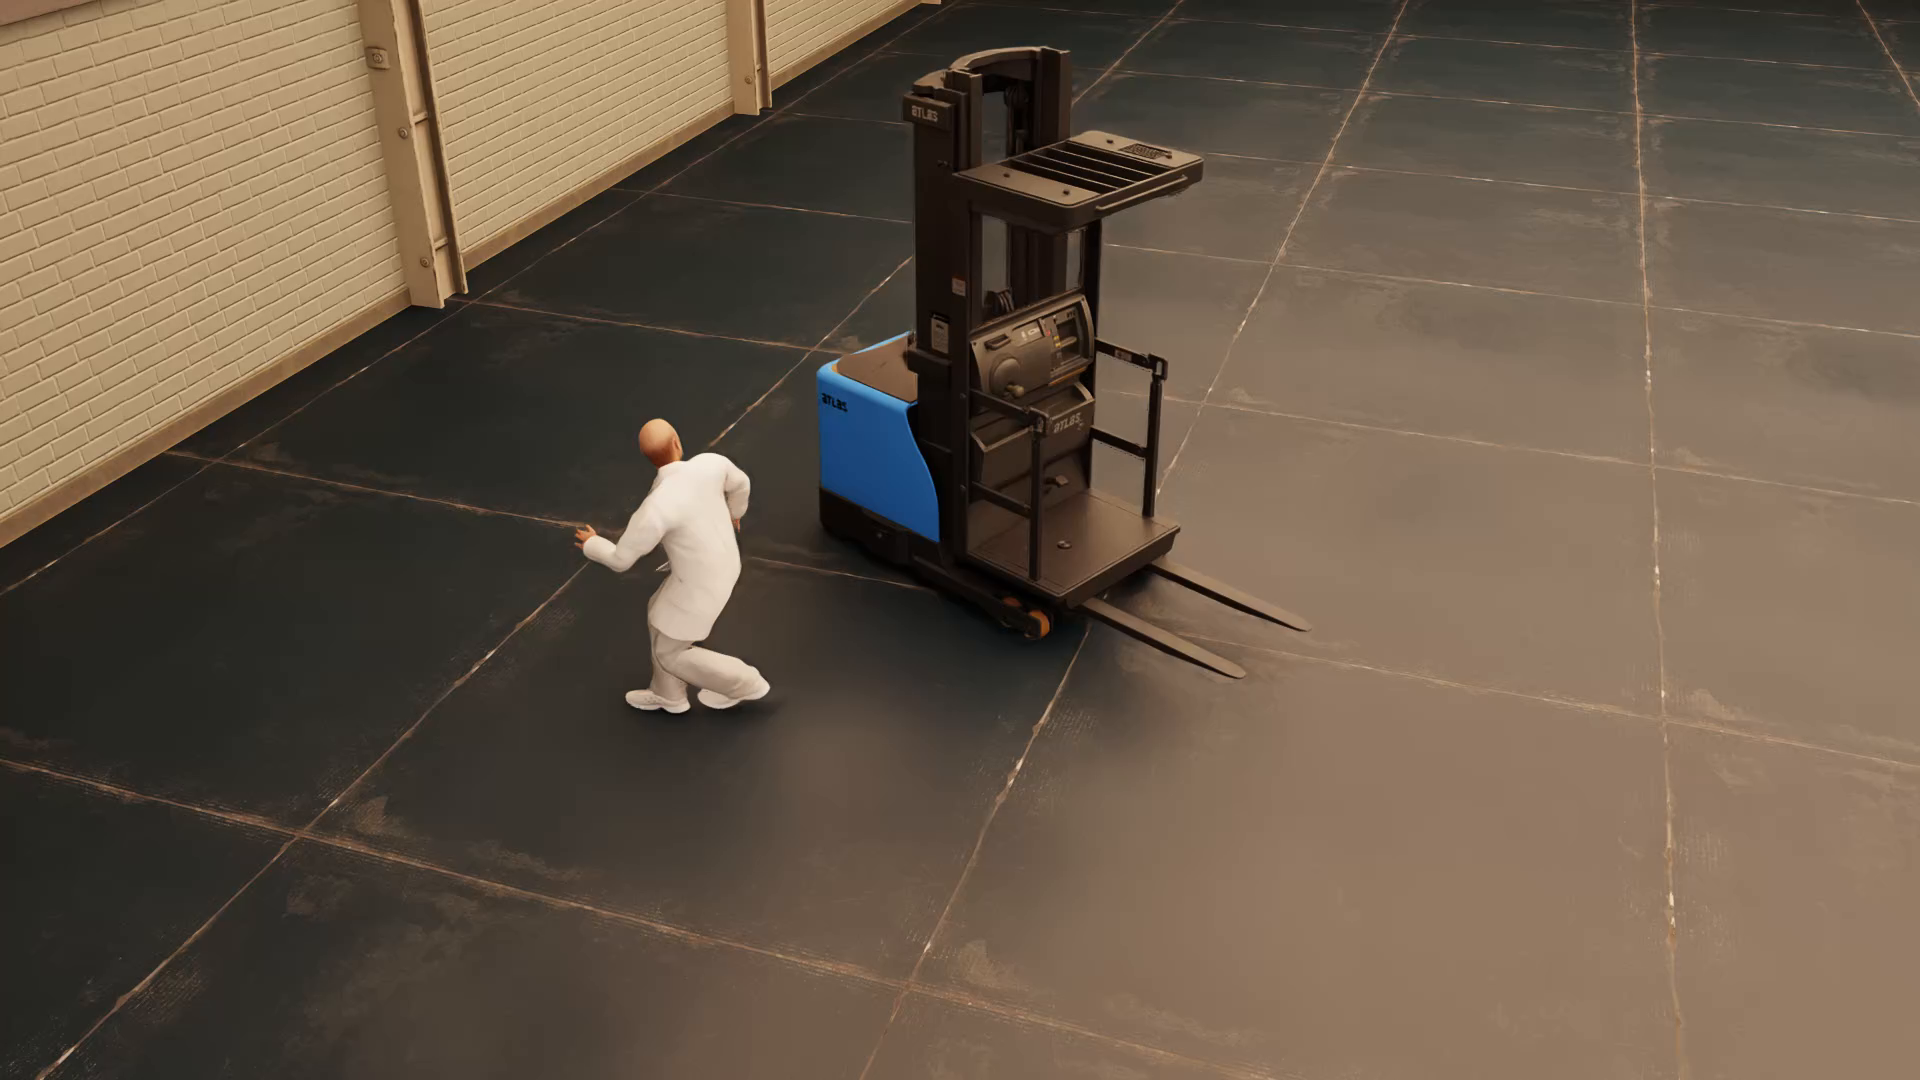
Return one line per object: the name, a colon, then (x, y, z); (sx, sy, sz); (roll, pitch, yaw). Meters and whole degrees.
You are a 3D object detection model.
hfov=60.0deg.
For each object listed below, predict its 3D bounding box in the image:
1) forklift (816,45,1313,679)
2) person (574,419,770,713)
forklift: (0.553, -1.015, 8.917); (3.031, 2.935, 1.130); (25, 38, 37)
person: (-1.402, 0.107, 8.266); (0.911, 1.647, 0.926); (8, 31, 14)
